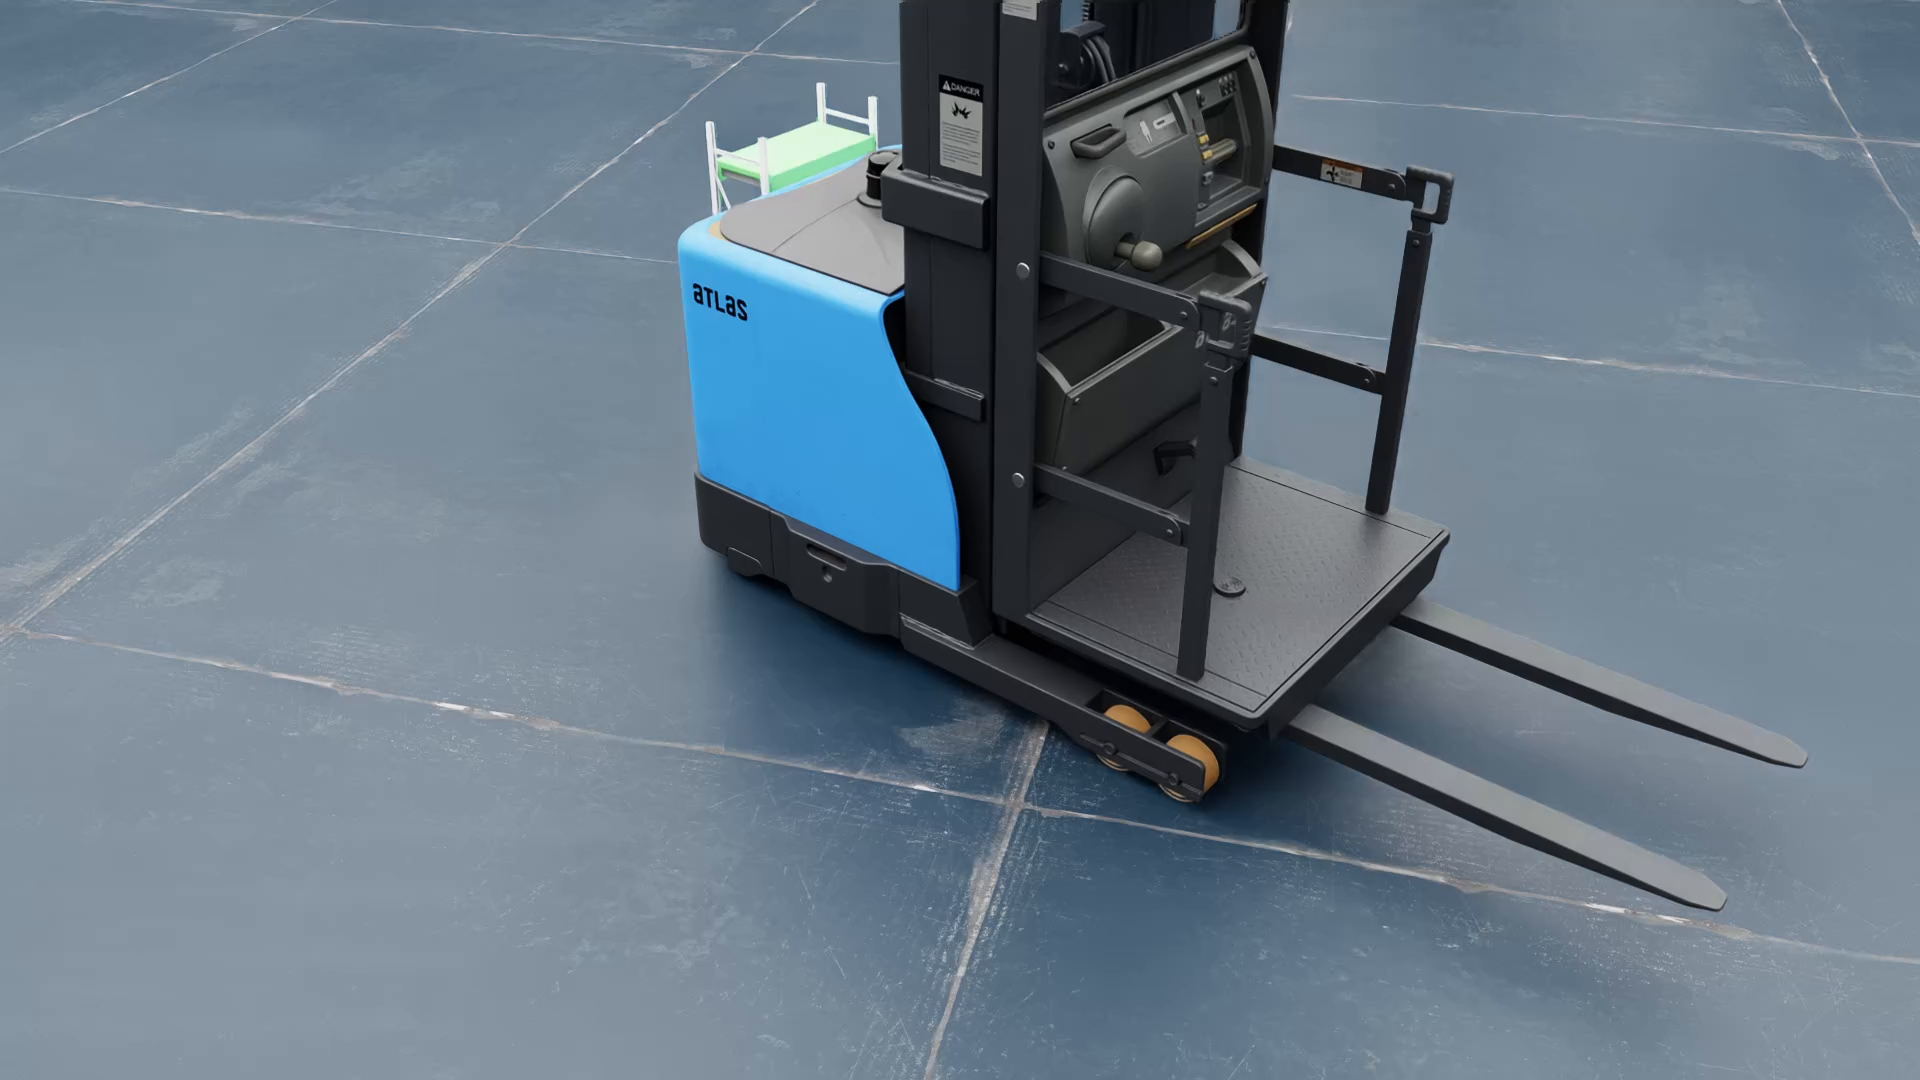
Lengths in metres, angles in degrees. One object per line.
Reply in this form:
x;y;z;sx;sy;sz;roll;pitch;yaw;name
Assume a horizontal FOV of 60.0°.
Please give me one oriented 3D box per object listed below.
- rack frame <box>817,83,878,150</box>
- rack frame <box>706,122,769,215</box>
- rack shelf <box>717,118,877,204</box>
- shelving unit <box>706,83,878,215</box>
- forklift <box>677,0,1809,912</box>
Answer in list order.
-0.358;-0.910;5.563;0.240;1.200;0.015;23;39;32;rack frame
-0.663;-0.706;5.242;0.240;1.200;0.015;23;39;32;rack frame
-0.511;-1.159;5.179;0.258;0.148;0.480;23;39;32;rack shelf
-0.511;-0.808;5.402;0.258;1.200;0.503;23;39;32;shelving unit
0.663;-0.898;3.930;3.031;2.935;1.130;23;39;32;forklift
